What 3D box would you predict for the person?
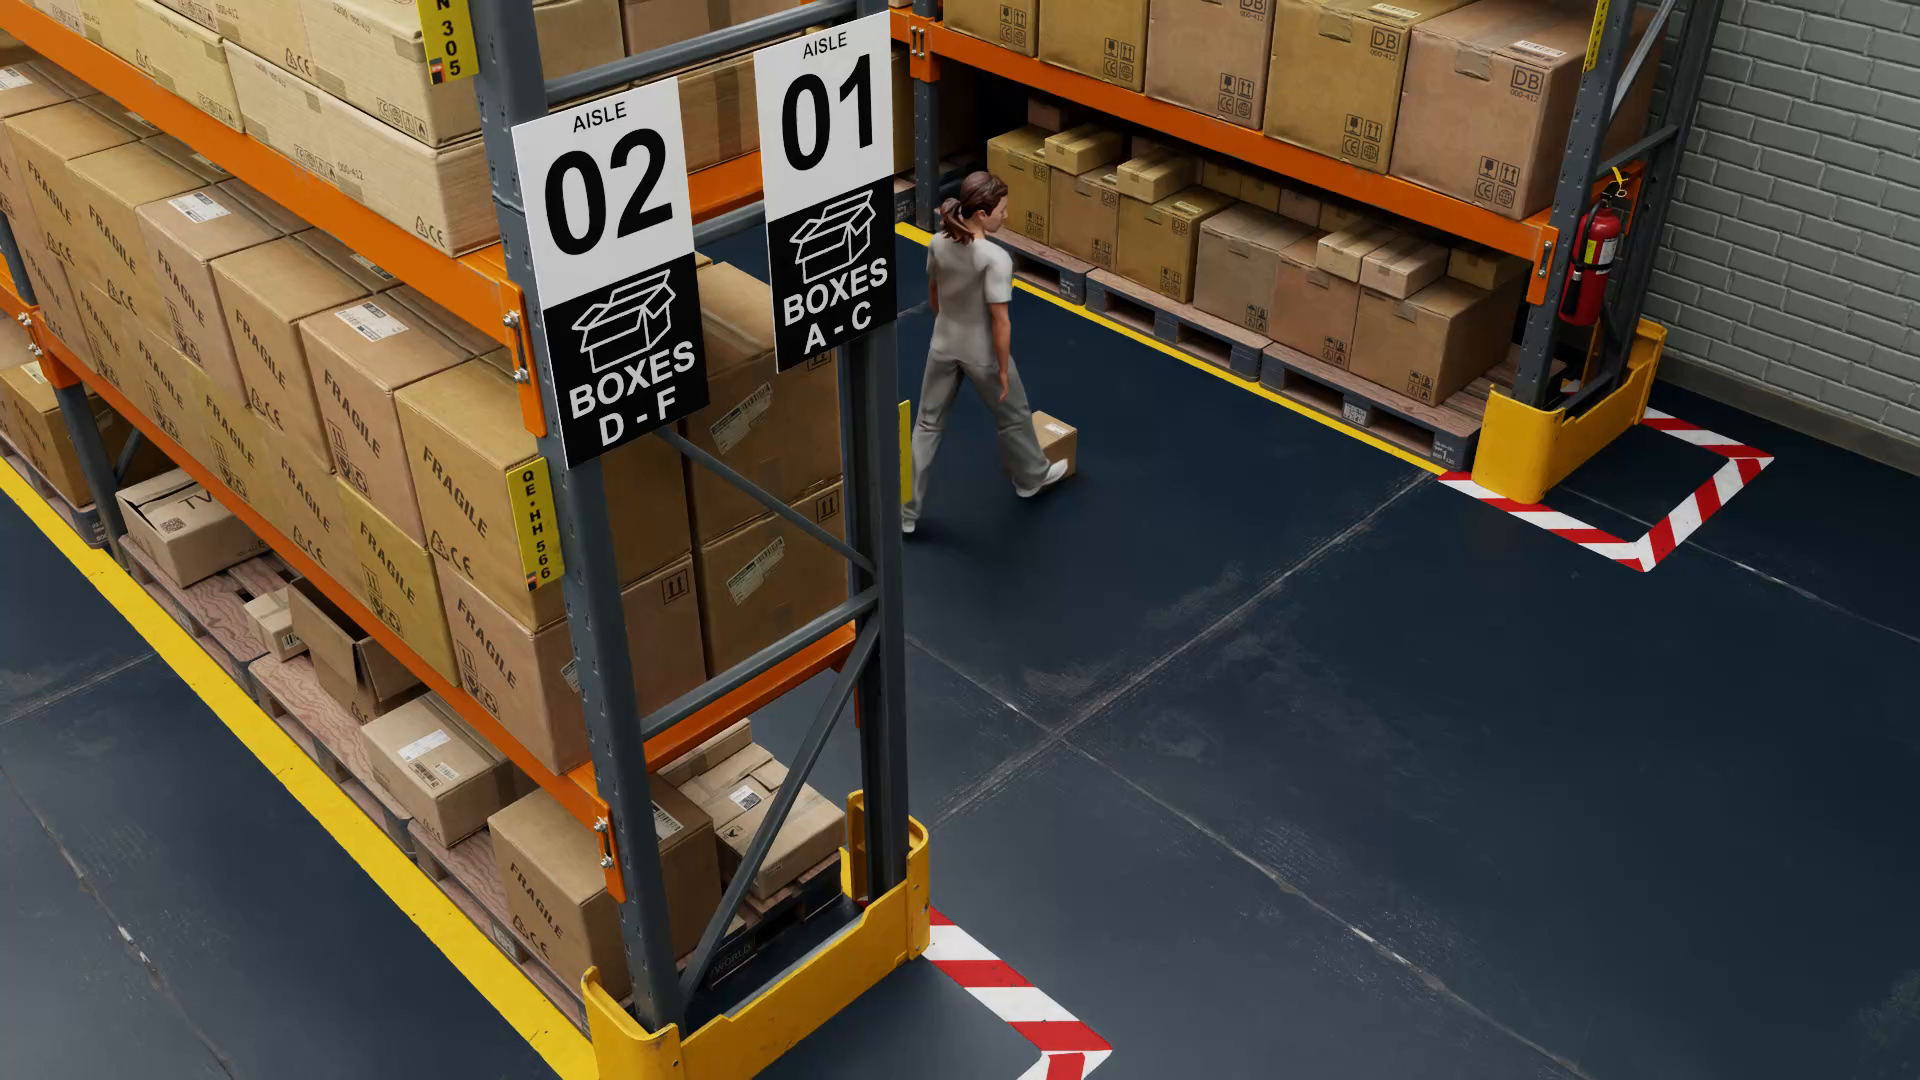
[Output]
[{"bbox_3d":[0.057,-0.852,7.328,0.603,1.634,0.851,19,40,24],"label":"person"}]
